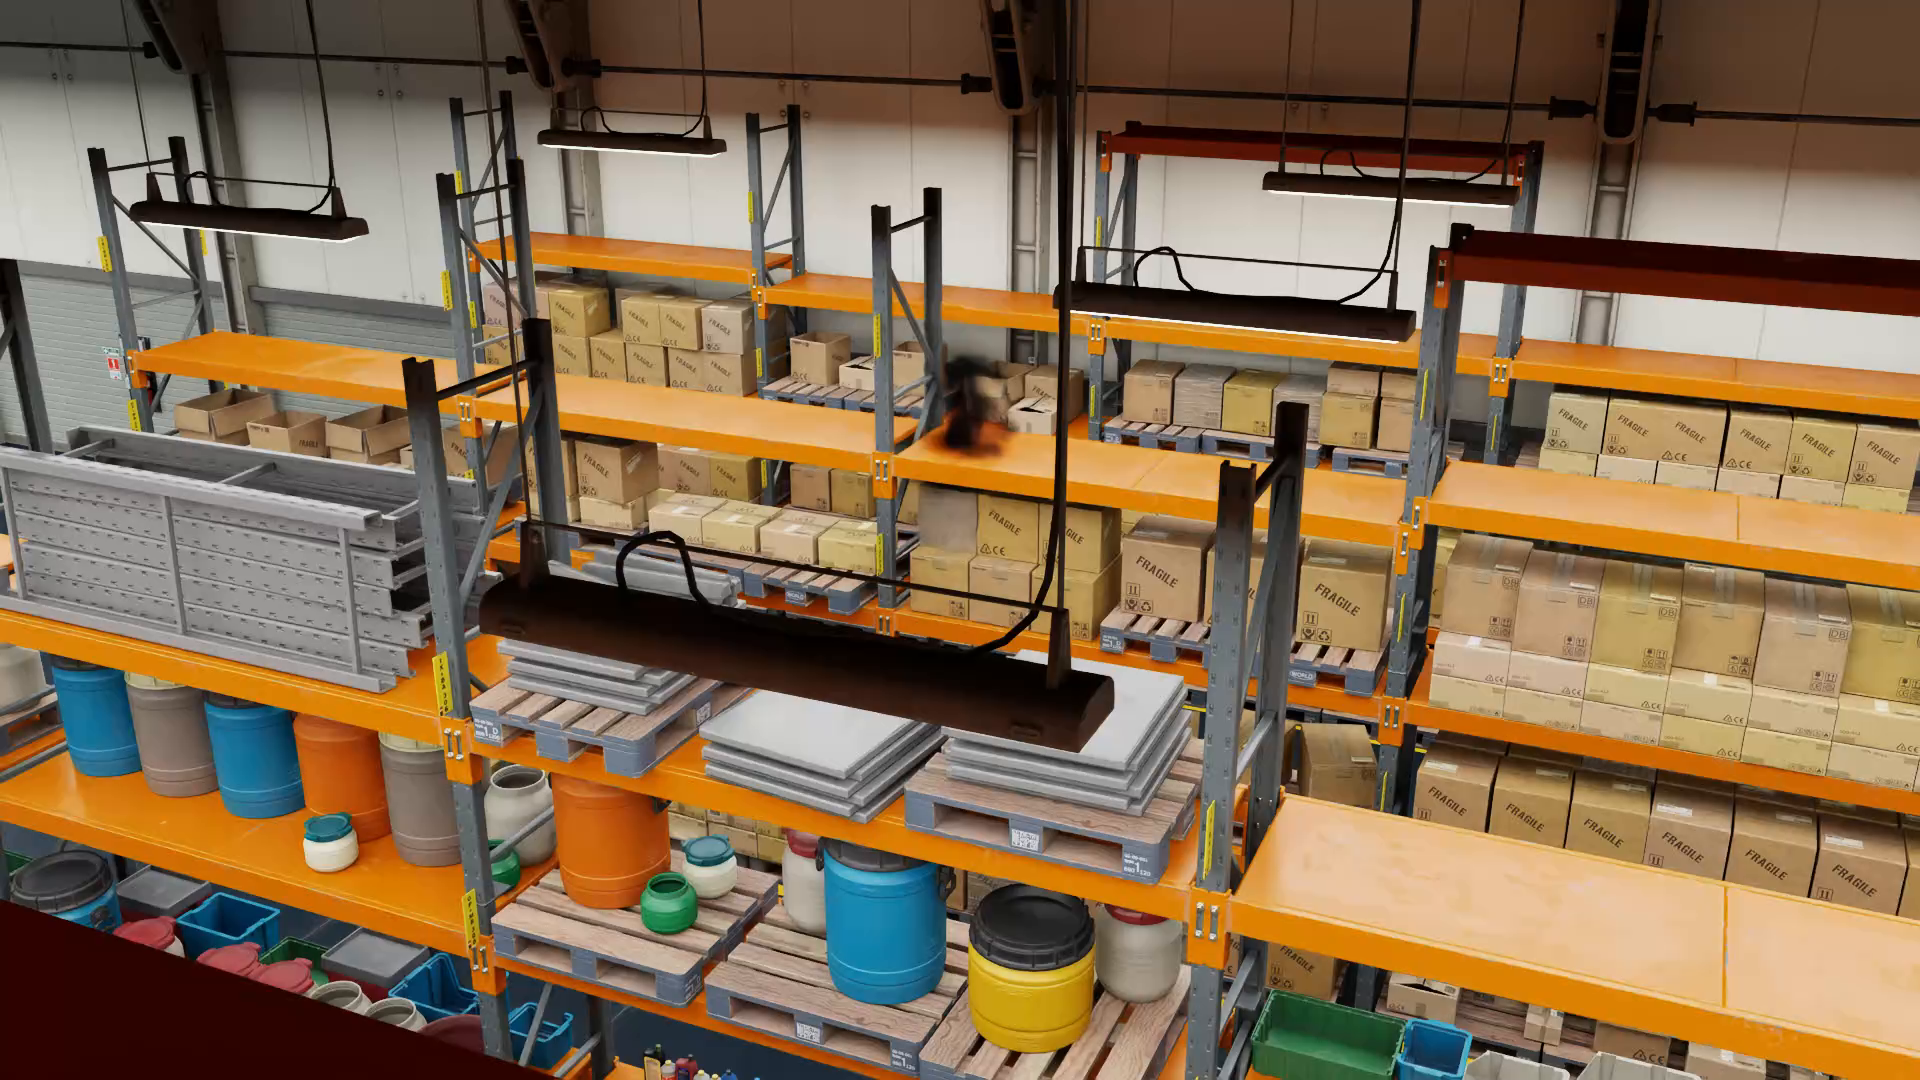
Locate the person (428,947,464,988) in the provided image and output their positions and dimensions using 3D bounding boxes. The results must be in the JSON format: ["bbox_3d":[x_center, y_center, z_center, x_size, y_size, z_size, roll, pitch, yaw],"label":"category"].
[{"bbox_3d":[-4.147,2.910,12.669,0.750,1.608,0.528,7,22,18],"label":"person"}]
